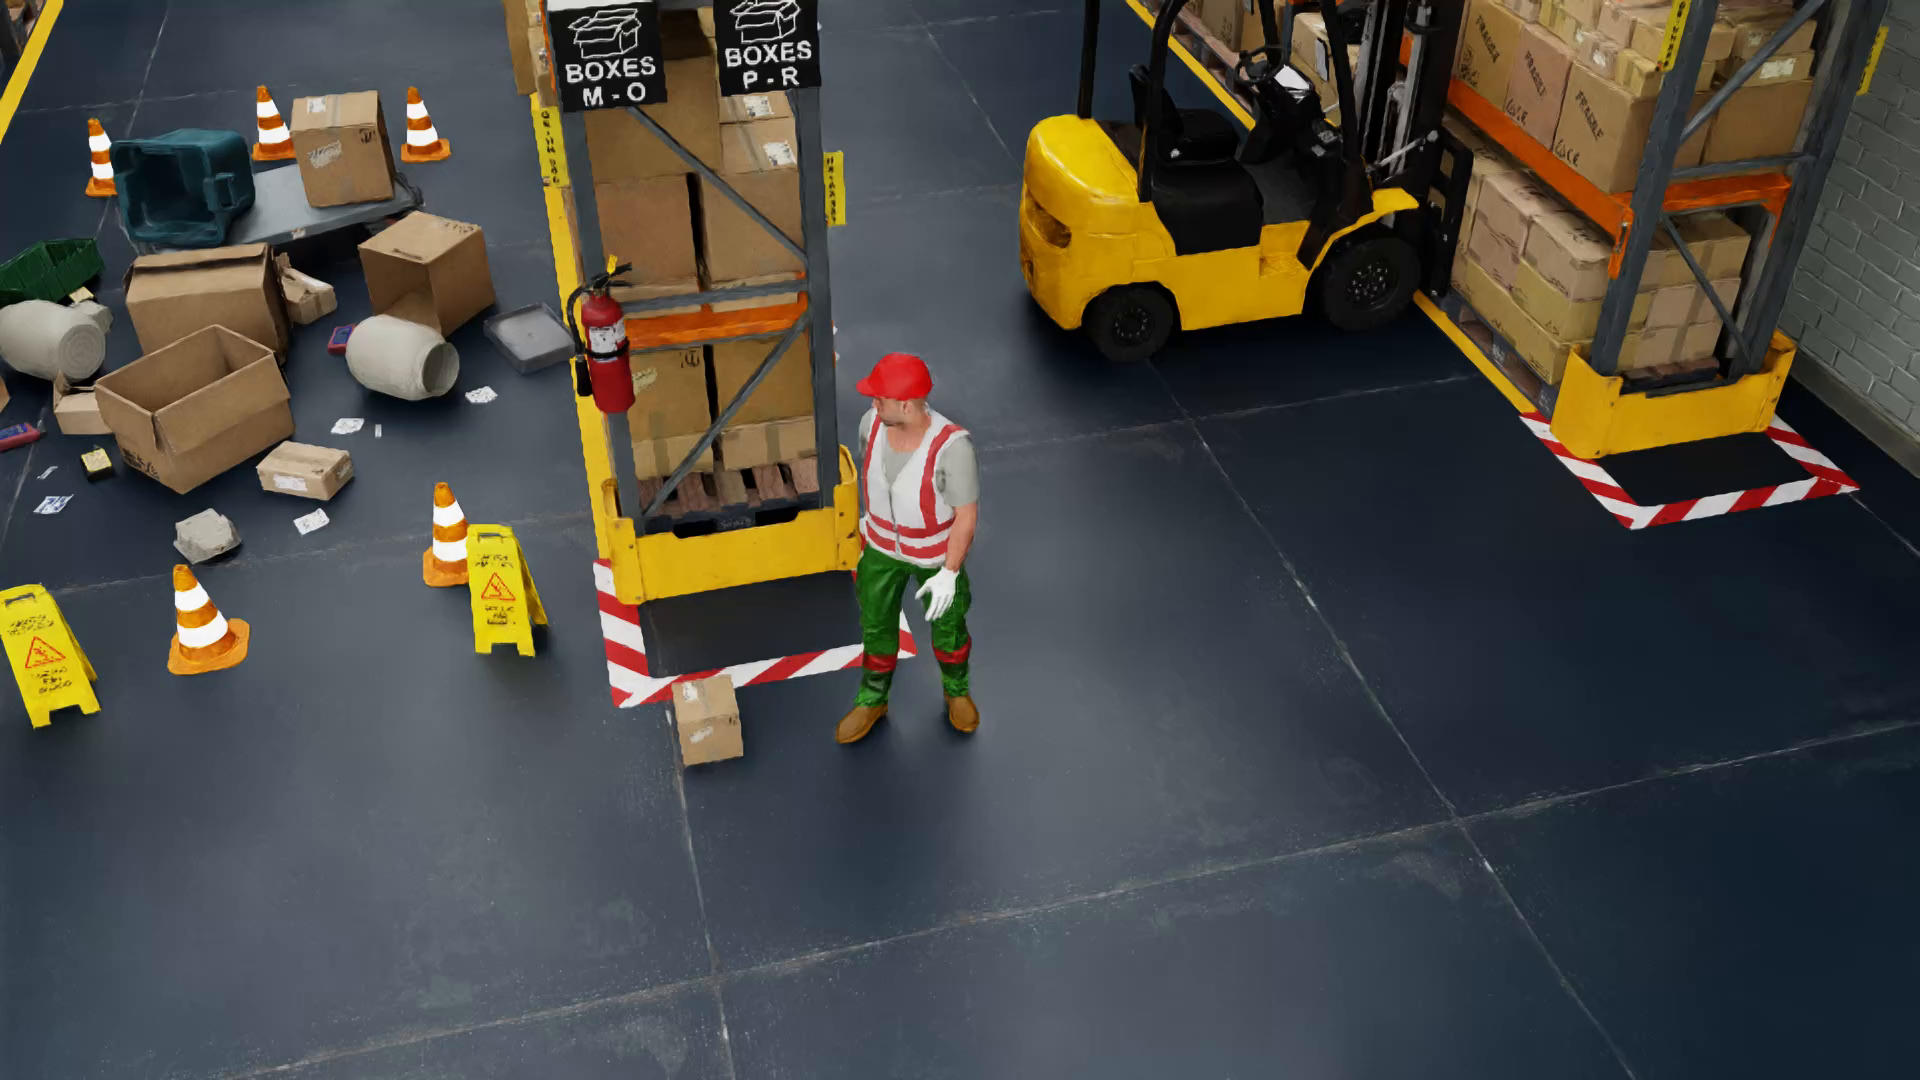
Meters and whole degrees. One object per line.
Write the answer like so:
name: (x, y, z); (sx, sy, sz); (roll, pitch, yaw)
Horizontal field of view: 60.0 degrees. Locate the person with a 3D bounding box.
person: (-0.194, 0.062, 6.579); (0.566, 1.793, 0.531); (16, 41, 19)
